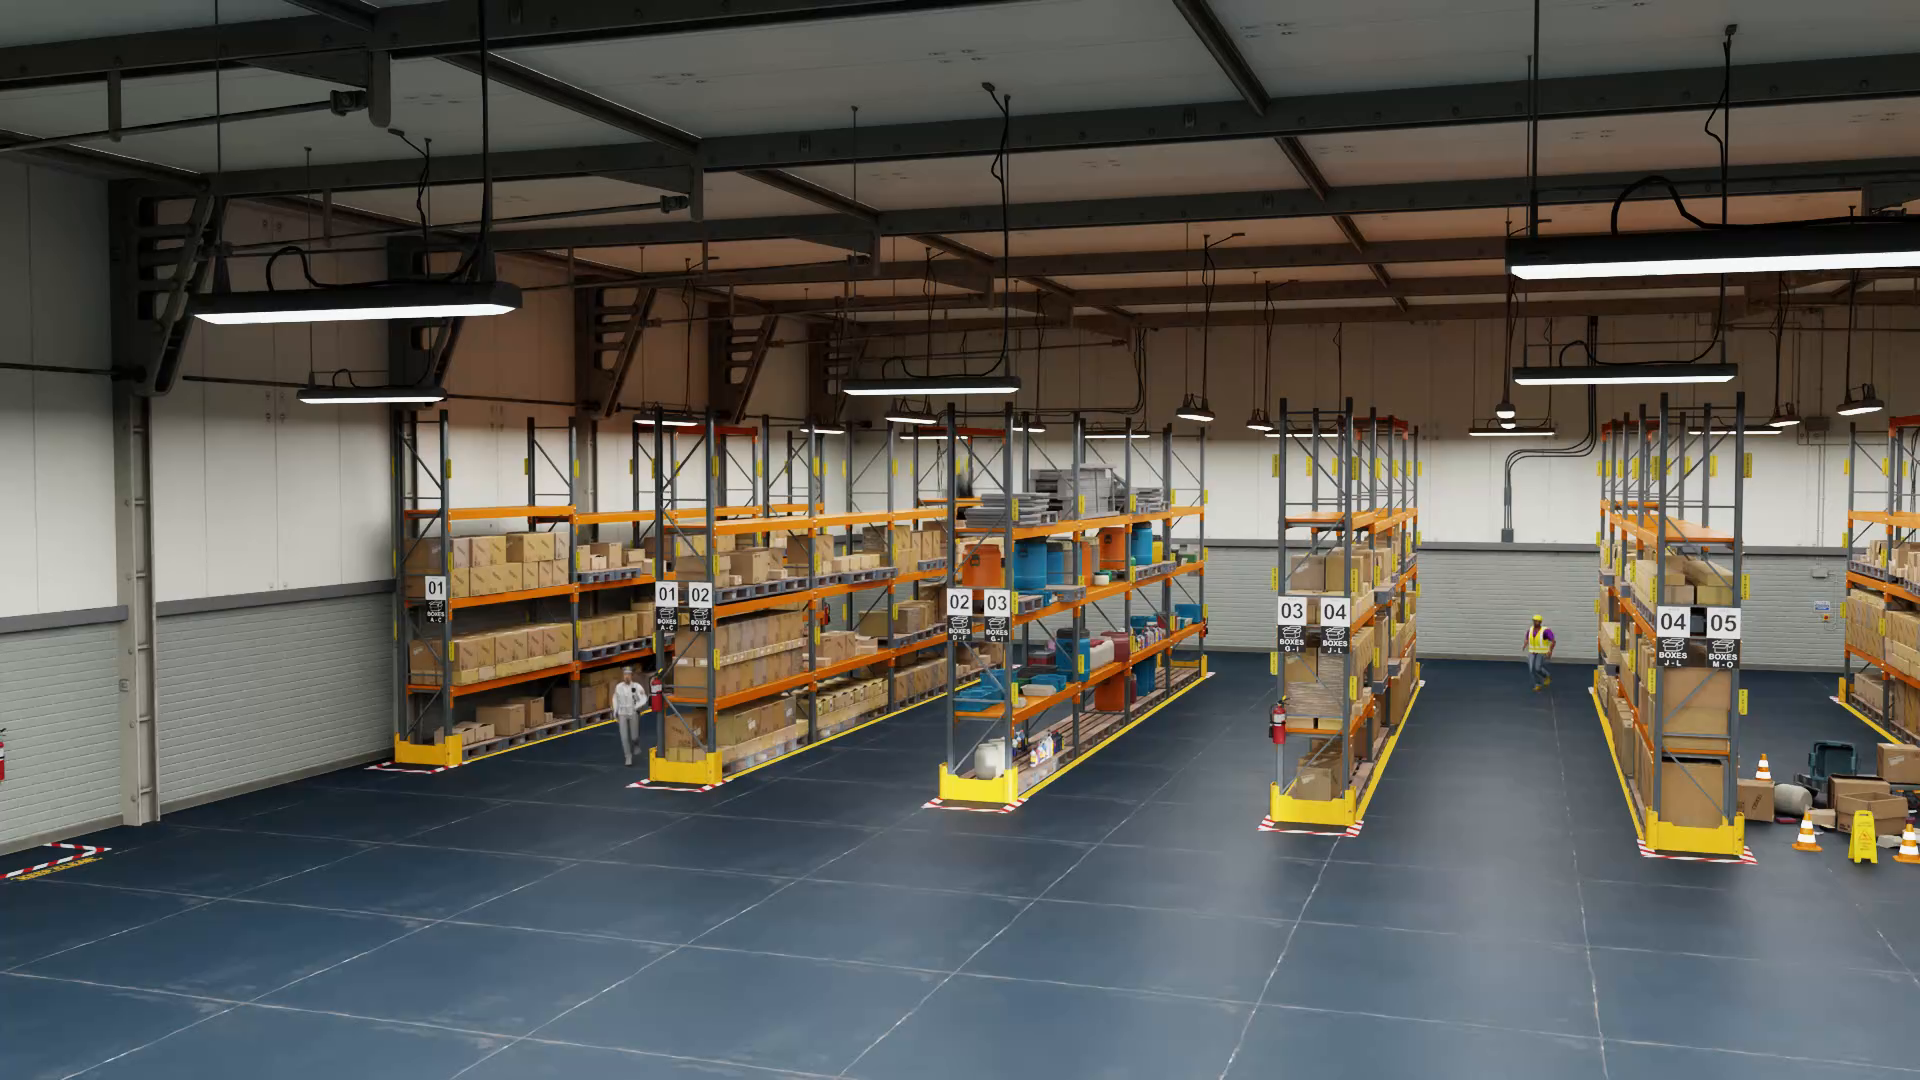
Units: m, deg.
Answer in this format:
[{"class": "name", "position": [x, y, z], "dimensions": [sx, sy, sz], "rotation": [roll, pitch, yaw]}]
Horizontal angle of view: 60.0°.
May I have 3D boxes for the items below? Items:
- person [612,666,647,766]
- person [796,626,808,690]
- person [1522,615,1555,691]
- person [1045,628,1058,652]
[{"class": "person", "position": [-5.612, 2.960, 28.210], "dimensions": [0.613, 1.659, 0.678], "rotation": [0, 2, 1]}, {"class": "person", "position": [-3.335, 2.619, 34.846], "dimensions": [0.645, 1.732, 0.948], "rotation": [0, 2, 7]}, {"class": "person", "position": [13.020, 2.543, 37.465], "dimensions": [0.598, 1.717, 0.718], "rotation": [-2, 3, -40]}, {"class": "person", "position": [2.053, 2.689, 35.445], "dimensions": [0.542, 1.633, 0.663], "rotation": [1, 3, 16]}]
